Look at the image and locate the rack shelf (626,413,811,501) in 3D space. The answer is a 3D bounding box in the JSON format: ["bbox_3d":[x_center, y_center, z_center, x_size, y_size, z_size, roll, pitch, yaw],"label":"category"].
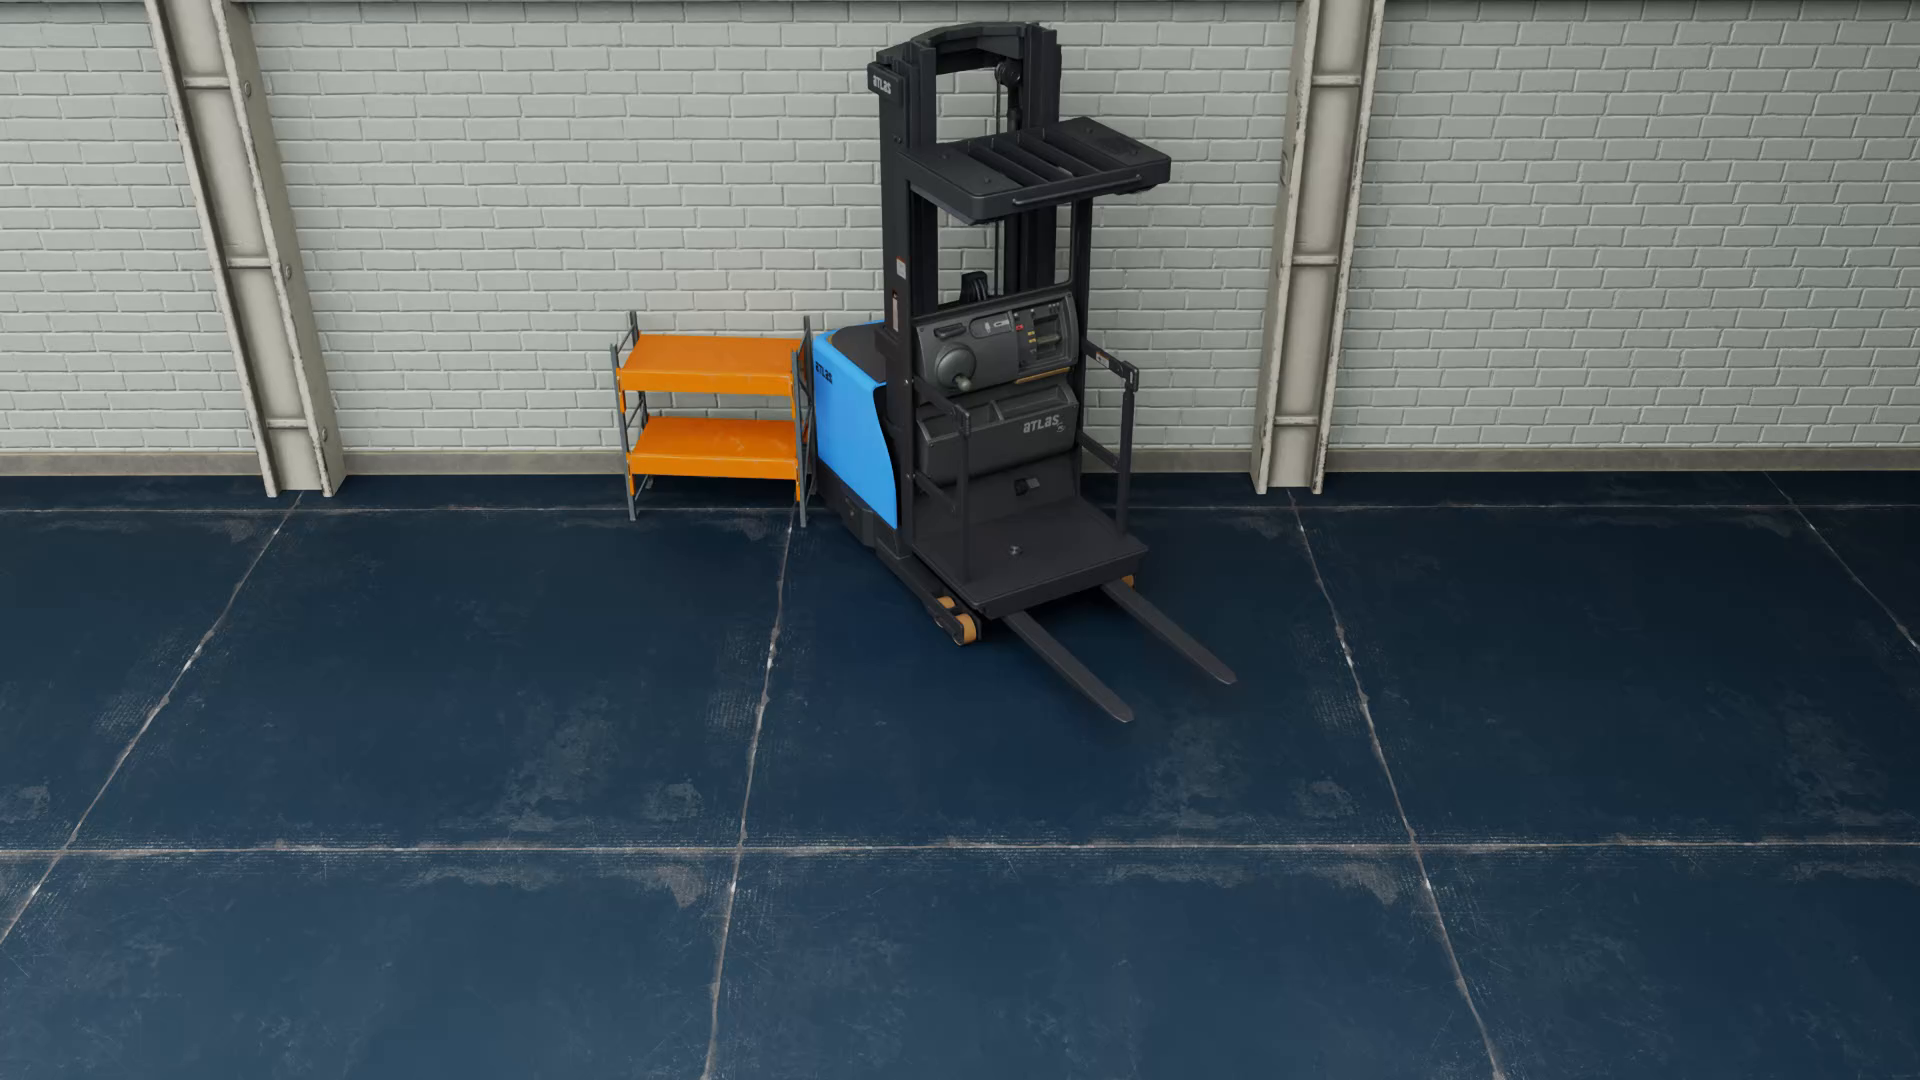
[{"bbox_3d":[-1.409,-0.496,9.844,1.000,0.278,0.538,2,31,3],"label":"rack shelf"}]

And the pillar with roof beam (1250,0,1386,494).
[{"bbox_3d":[2.027,-1.975,4.219,0.400,9.000,9.100,0,31,0],"label":"pillar with roof beam"}]

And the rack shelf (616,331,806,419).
[{"bbox_3d":[-1.409,-0.956,9.566,1.000,0.278,0.538,2,31,3],"label":"rack shelf"}]

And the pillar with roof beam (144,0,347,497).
[{"bbox_3d":[-3.973,-1.956,4.188,0.400,9.000,9.100,0,31,0],"label":"pillar with roof beam"}]

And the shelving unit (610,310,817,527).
[{"bbox_3d":[-1.409,-0.706,9.718,1.048,1.125,0.538,2,31,3],"label":"shelving unit"}]

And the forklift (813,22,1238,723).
[{"bbox_3d":[0.310,-0.973,8.417,1.130,2.935,3.031,-17,35,-25],"label":"forklift"}]

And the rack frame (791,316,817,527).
[{"bbox_3d":[-0.902,-0.687,9.687,0.032,1.125,0.500,2,31,3],"label":"rack frame"}]

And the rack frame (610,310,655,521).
[{"bbox_3d":[-1.916,-0.724,9.749,0.032,1.125,0.500,2,31,3],"label":"rack frame"}]
